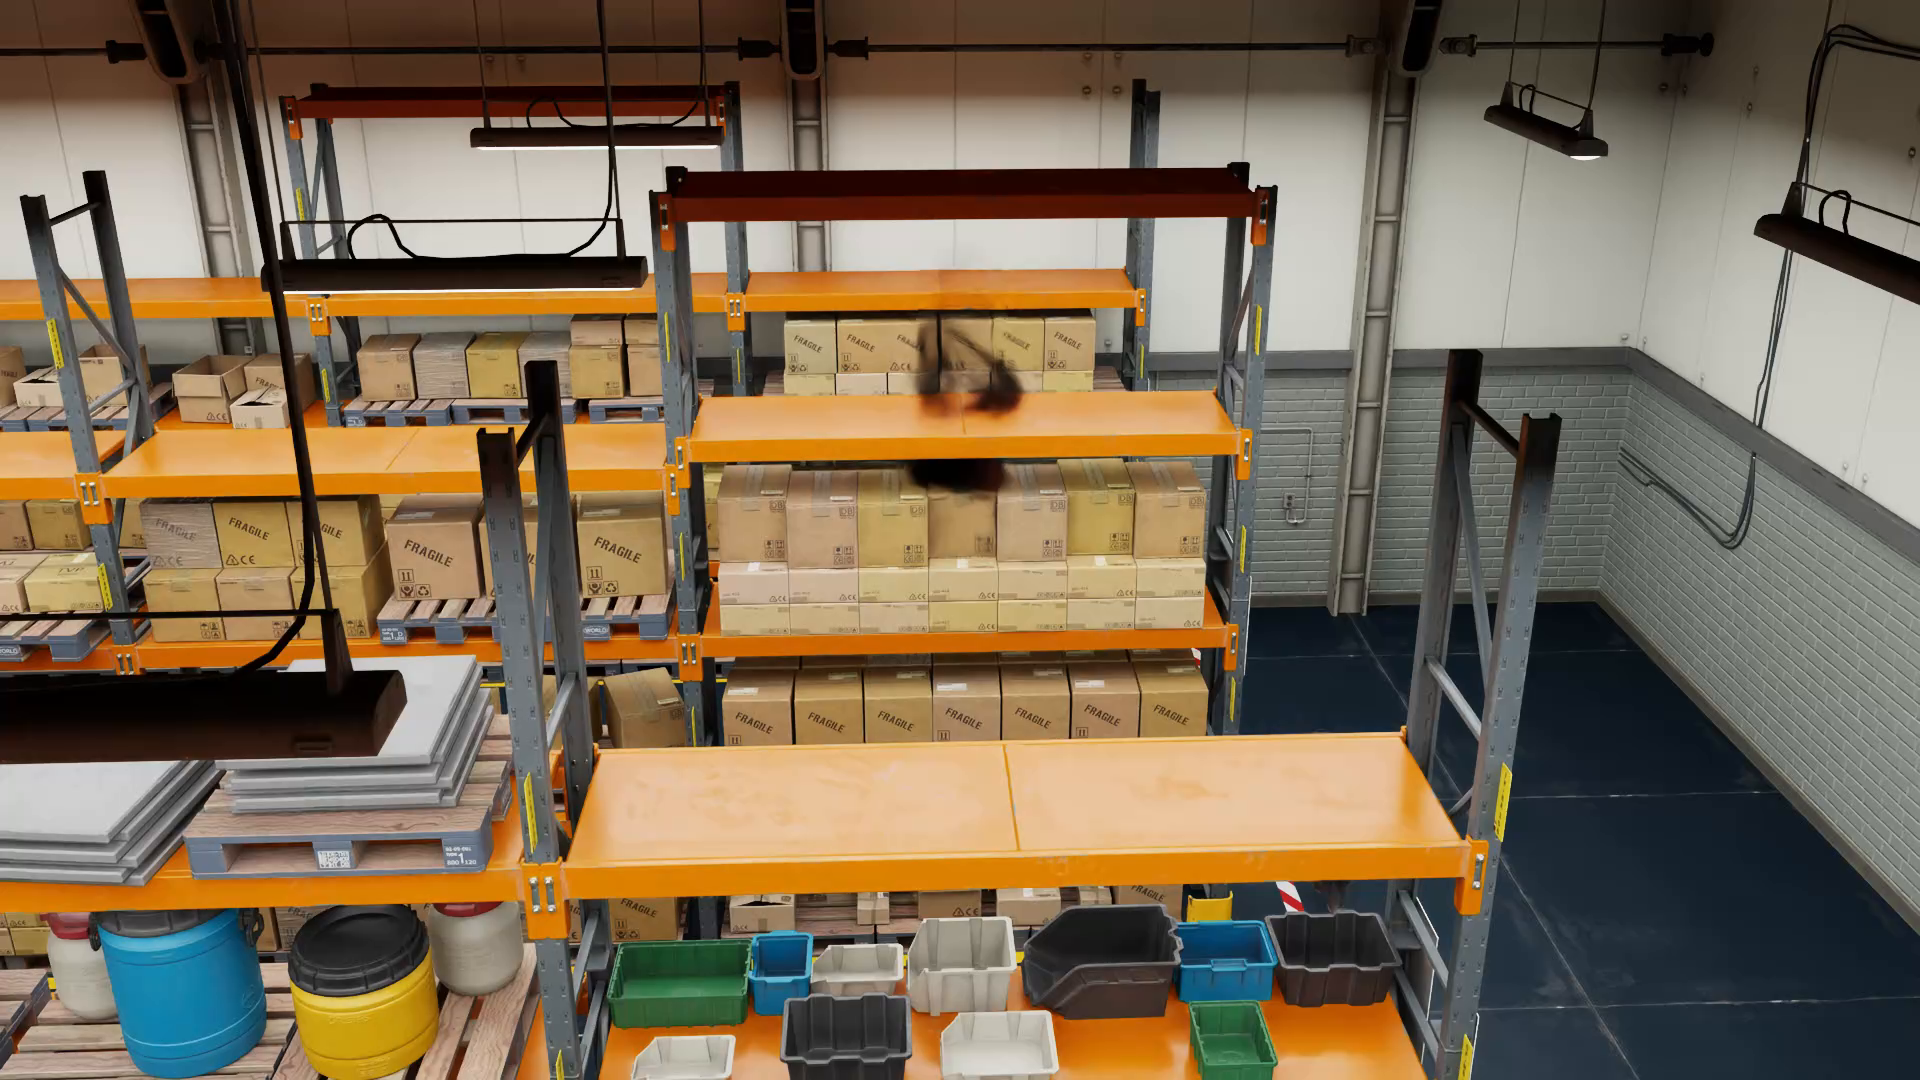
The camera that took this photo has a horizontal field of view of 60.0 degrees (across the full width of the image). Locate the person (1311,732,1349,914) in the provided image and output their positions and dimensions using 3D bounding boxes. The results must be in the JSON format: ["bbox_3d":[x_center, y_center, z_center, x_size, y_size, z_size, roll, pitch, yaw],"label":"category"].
[{"bbox_3d":[2.940,2.304,13.390,0.632,1.616,0.557,-4,22,-9],"label":"person"}]
